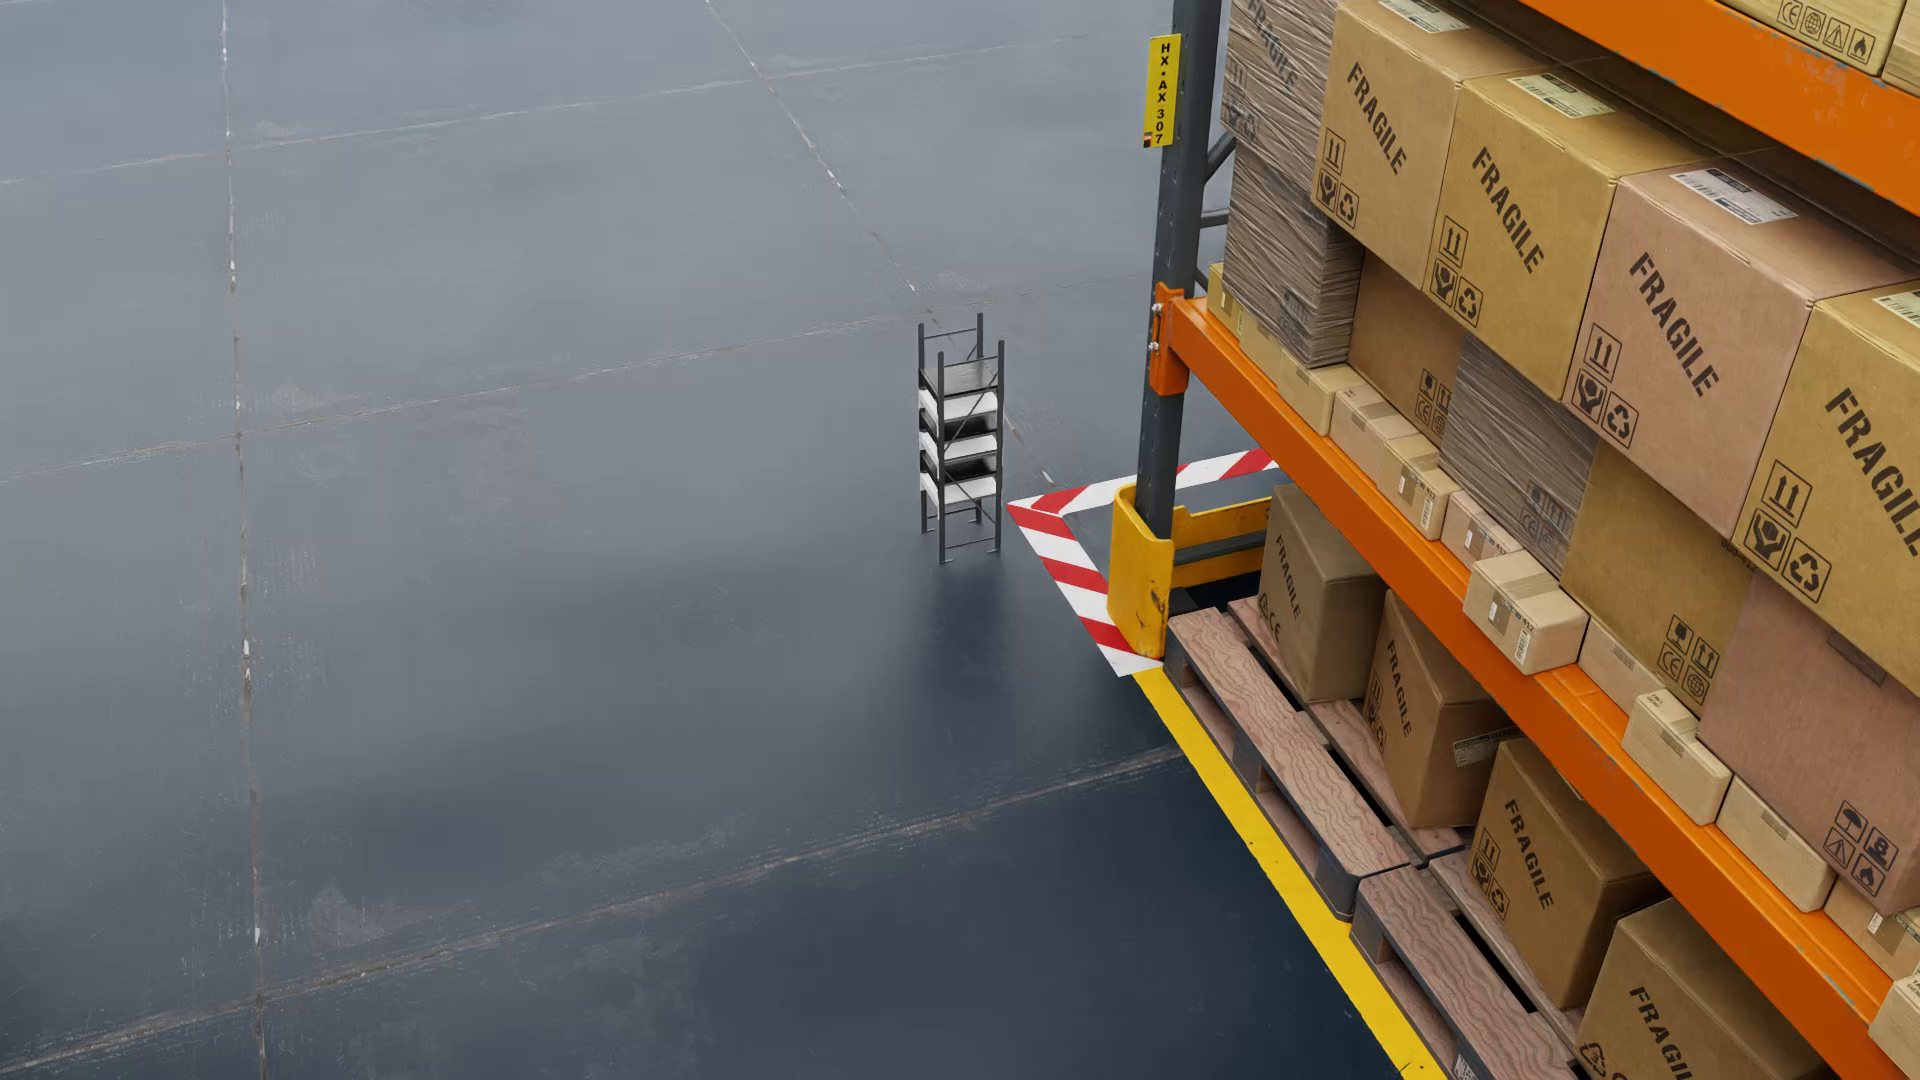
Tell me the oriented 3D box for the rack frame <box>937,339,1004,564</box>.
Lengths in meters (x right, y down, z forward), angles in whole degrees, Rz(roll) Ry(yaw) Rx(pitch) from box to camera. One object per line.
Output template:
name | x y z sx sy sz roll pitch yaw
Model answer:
rack frame | 0.038 -0.297 5.897 0.240 0.900 0.006 -12 39 -16

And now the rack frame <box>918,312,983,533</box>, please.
rack frame | -0.032 -0.412 6.049 0.240 0.900 0.006 -12 39 -16

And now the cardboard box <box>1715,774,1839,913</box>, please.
cardboard box | 1.729 0.542 3.246 0.380 0.149 0.250 -12 39 -16

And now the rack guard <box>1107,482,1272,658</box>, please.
rack guard | 1.112 0.000 5.834 1.175 0.500 0.348 -12 39 -16

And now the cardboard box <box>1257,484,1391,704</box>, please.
cardboard box | 1.285 0.146 5.292 0.500 0.500 0.500 -6 37 -7

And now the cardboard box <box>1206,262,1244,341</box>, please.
cardboard box | 0.960 -0.730 4.935 0.380 0.149 0.250 -12 39 -16

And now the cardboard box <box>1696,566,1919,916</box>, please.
cardboard box | 1.960 0.242 3.106 0.875 0.500 0.500 -12 39 -16

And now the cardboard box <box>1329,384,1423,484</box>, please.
cardboard box | 1.205 -0.304 4.369 0.380 0.149 0.250 -12 39 -16

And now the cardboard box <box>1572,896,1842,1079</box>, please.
cardboard box | 1.871 1.159 3.947 0.500 0.500 0.500 -16 40 -20

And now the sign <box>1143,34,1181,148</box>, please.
sign | 0.576 -1.274 4.729 0.100 0.325 0.005 -12 39 -16

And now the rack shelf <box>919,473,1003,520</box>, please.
rack shelf | 0.003 -0.184 6.102 0.258 0.077 0.200 -12 39 -16

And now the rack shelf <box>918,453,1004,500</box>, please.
rack shelf | 0.003 -0.256 6.047 0.258 0.077 0.200 -12 39 -16

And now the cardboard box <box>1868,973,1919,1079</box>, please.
cardboard box | 1.815 0.843 2.846 0.380 0.149 0.250 -12 39 -16

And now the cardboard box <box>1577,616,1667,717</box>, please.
cardboard box | 1.596 0.251 3.632 0.380 0.149 0.250 -12 39 -16

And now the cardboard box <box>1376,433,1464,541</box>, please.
cardboard box | 1.285 -0.161 4.179 0.380 0.149 0.250 -12 39 -16

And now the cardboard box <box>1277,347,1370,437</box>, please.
cardboard box | 1.100 -0.441 4.551 0.380 0.149 0.250 -12 39 -16

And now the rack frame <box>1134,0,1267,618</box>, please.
rack frame | 1.086 -1.041 5.139 1.000 3.000 0.127 -12 39 -16

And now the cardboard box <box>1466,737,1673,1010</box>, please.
cardboard box | 1.720 0.834 4.378 0.500 0.500 0.500 -9 38 -12

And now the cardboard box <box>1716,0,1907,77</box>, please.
cardboard box | 1.543 -0.990 2.702 0.500 0.250 0.500 -11 38 -15

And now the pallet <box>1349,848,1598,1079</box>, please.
pallet | 1.774 1.270 4.388 1.003 0.211 1.213 -12 39 -16

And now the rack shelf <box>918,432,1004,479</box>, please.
rack shelf | 0.003 -0.328 5.993 0.258 0.077 0.200 -12 39 -16

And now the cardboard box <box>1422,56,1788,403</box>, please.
cardboard box | 1.358 -0.666 3.479 0.500 0.500 0.500 -12 39 -16

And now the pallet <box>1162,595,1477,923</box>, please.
pallet | 1.358 0.582 5.302 1.003 0.211 1.213 -12 39 -16

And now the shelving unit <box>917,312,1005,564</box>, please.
shelving unit | 0.003 -0.355 5.973 0.258 0.900 0.210 -12 39 -16

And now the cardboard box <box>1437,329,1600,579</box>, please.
cardboard box | 1.665 -0.334 3.870 0.875 0.500 0.500 -12 39 -16

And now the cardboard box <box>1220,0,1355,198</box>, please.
cardboard box | 1.019 -1.232 4.231 0.500 0.500 0.500 -12 39 -16

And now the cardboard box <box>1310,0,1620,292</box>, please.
cardboard box | 1.185 -0.948 3.854 0.500 0.500 0.500 -12 39 -16

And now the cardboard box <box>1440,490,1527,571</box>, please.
cardboard box | 1.396 -0.025 3.999 0.380 0.149 0.250 -12 39 -16

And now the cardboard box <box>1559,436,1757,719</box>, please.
cardboard box | 1.827 -0.049 3.492 0.875 0.500 0.500 -12 39 -16

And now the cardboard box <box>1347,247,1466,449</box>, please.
cardboard box | 1.534 -0.626 4.257 0.875 0.500 0.500 -12 39 -16

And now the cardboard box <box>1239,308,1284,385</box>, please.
cardboard box | 1.028 -0.585 4.742 0.380 0.149 0.250 -12 39 -16

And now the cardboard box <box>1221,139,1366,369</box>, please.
cardboard box | 1.249 -0.883 4.599 0.875 0.500 0.500 -12 39 -16

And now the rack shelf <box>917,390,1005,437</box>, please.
rack shelf | 0.003 -0.472 5.885 0.258 0.077 0.200 -12 39 -16

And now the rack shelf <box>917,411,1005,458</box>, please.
rack shelf | 0.003 -0.400 5.939 0.258 0.077 0.200 -12 39 -16

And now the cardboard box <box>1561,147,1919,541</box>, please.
cardboard box | 1.536 -0.385 3.106 0.500 0.500 0.500 -12 39 -16

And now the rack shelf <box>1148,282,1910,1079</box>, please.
rack shelf | 1.774 0.376 3.855 1.077 0.370 4.000 -12 39 -16

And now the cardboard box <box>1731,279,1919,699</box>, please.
cardboard box | 1.705 -0.101 2.730 0.500 0.500 0.500 -12 39 -16

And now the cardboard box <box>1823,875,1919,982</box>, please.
cardboard box | 1.853 0.675 3.070 0.380 0.149 0.250 -12 39 -16

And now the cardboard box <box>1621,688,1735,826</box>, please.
cardboard box | 1.610 0.408 3.424 0.380 0.149 0.250 -12 39 -16

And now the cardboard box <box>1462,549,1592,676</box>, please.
cardboard box | 1.385 0.137 3.783 0.380 0.149 0.250 -12 39 -16

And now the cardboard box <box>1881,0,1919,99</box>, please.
cardboard box | 1.710 -0.707 2.327 0.500 0.250 0.500 -13 39 -16

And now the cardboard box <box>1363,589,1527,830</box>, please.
cardboard box | 1.523 0.477 4.853 0.500 0.500 0.500 -3 37 -4

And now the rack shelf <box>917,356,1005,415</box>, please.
rack shelf | 0.003 -0.544 5.831 0.258 0.077 0.200 -12 39 -16
